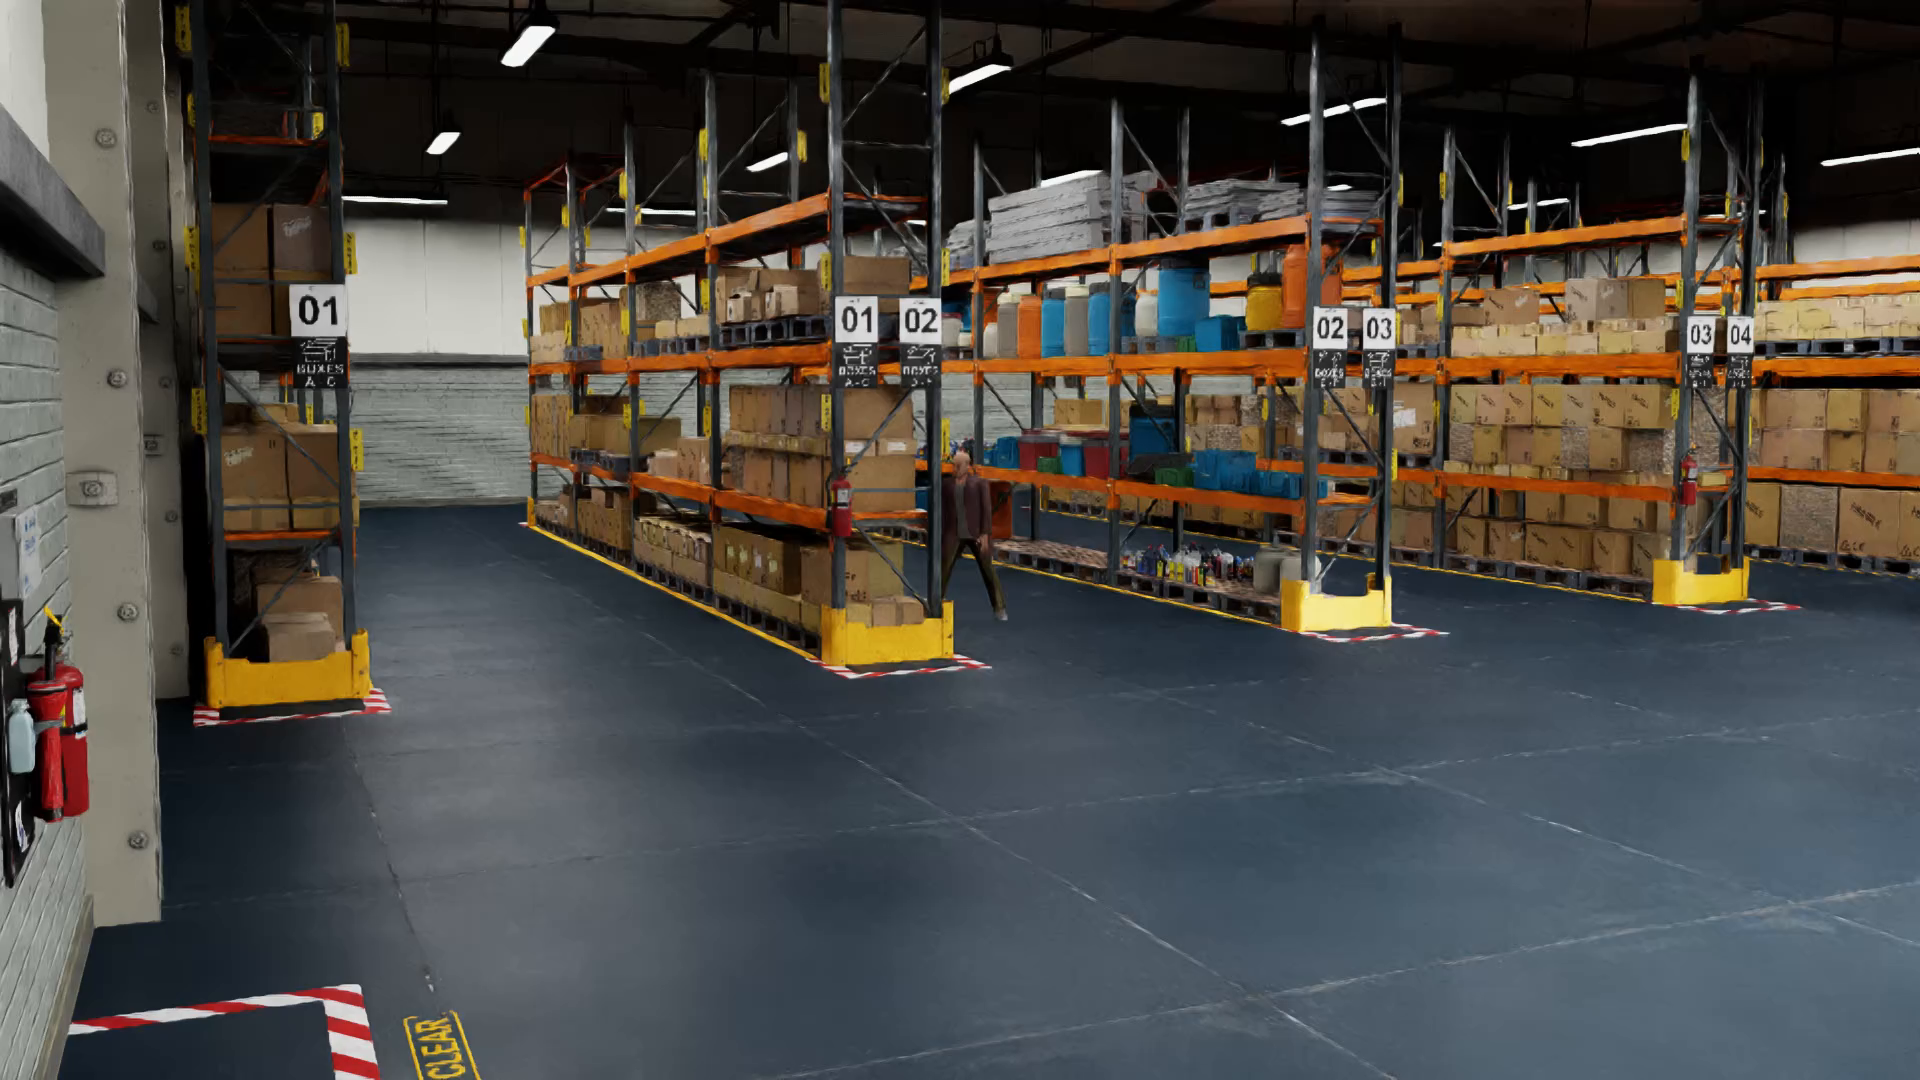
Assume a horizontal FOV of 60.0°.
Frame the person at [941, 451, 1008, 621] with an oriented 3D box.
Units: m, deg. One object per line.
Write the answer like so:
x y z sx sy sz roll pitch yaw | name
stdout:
0.077 -0.049 17.381 0.903 1.759 0.433 2 5 17 | person
